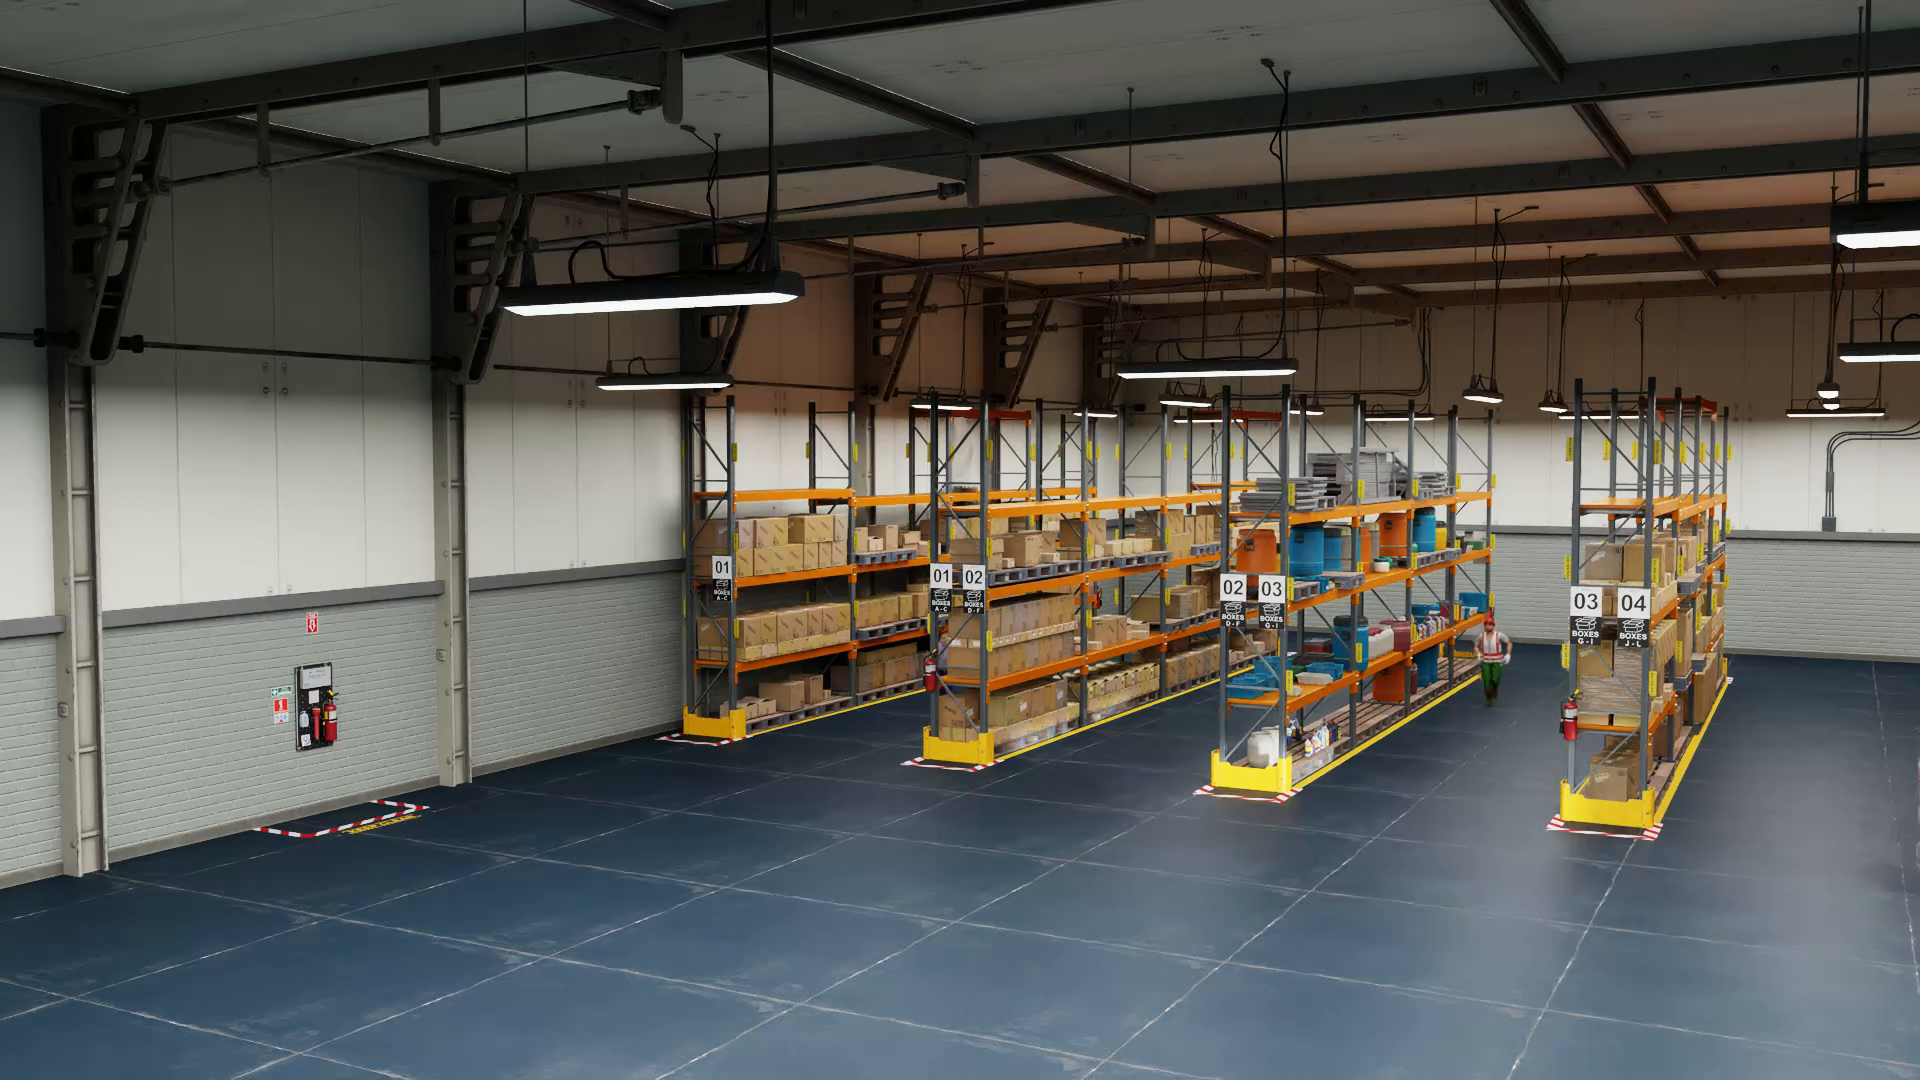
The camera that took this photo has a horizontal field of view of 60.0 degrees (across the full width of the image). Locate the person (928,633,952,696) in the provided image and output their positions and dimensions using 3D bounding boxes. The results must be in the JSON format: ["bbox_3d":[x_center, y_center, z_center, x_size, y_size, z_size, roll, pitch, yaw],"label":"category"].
[{"bbox_3d":[-0.331,2.573,31.515,0.645,1.576,0.623,1,3,15],"label":"person"}]

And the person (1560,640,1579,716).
[{"bbox_3d":[11.538,2.487,31.043,0.674,1.761,0.643,1,3,26],"label":"person"}]

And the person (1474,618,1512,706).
[{"bbox_3d":[10.451,2.411,32.702,0.699,1.742,0.656,2,3,28],"label":"person"}]
